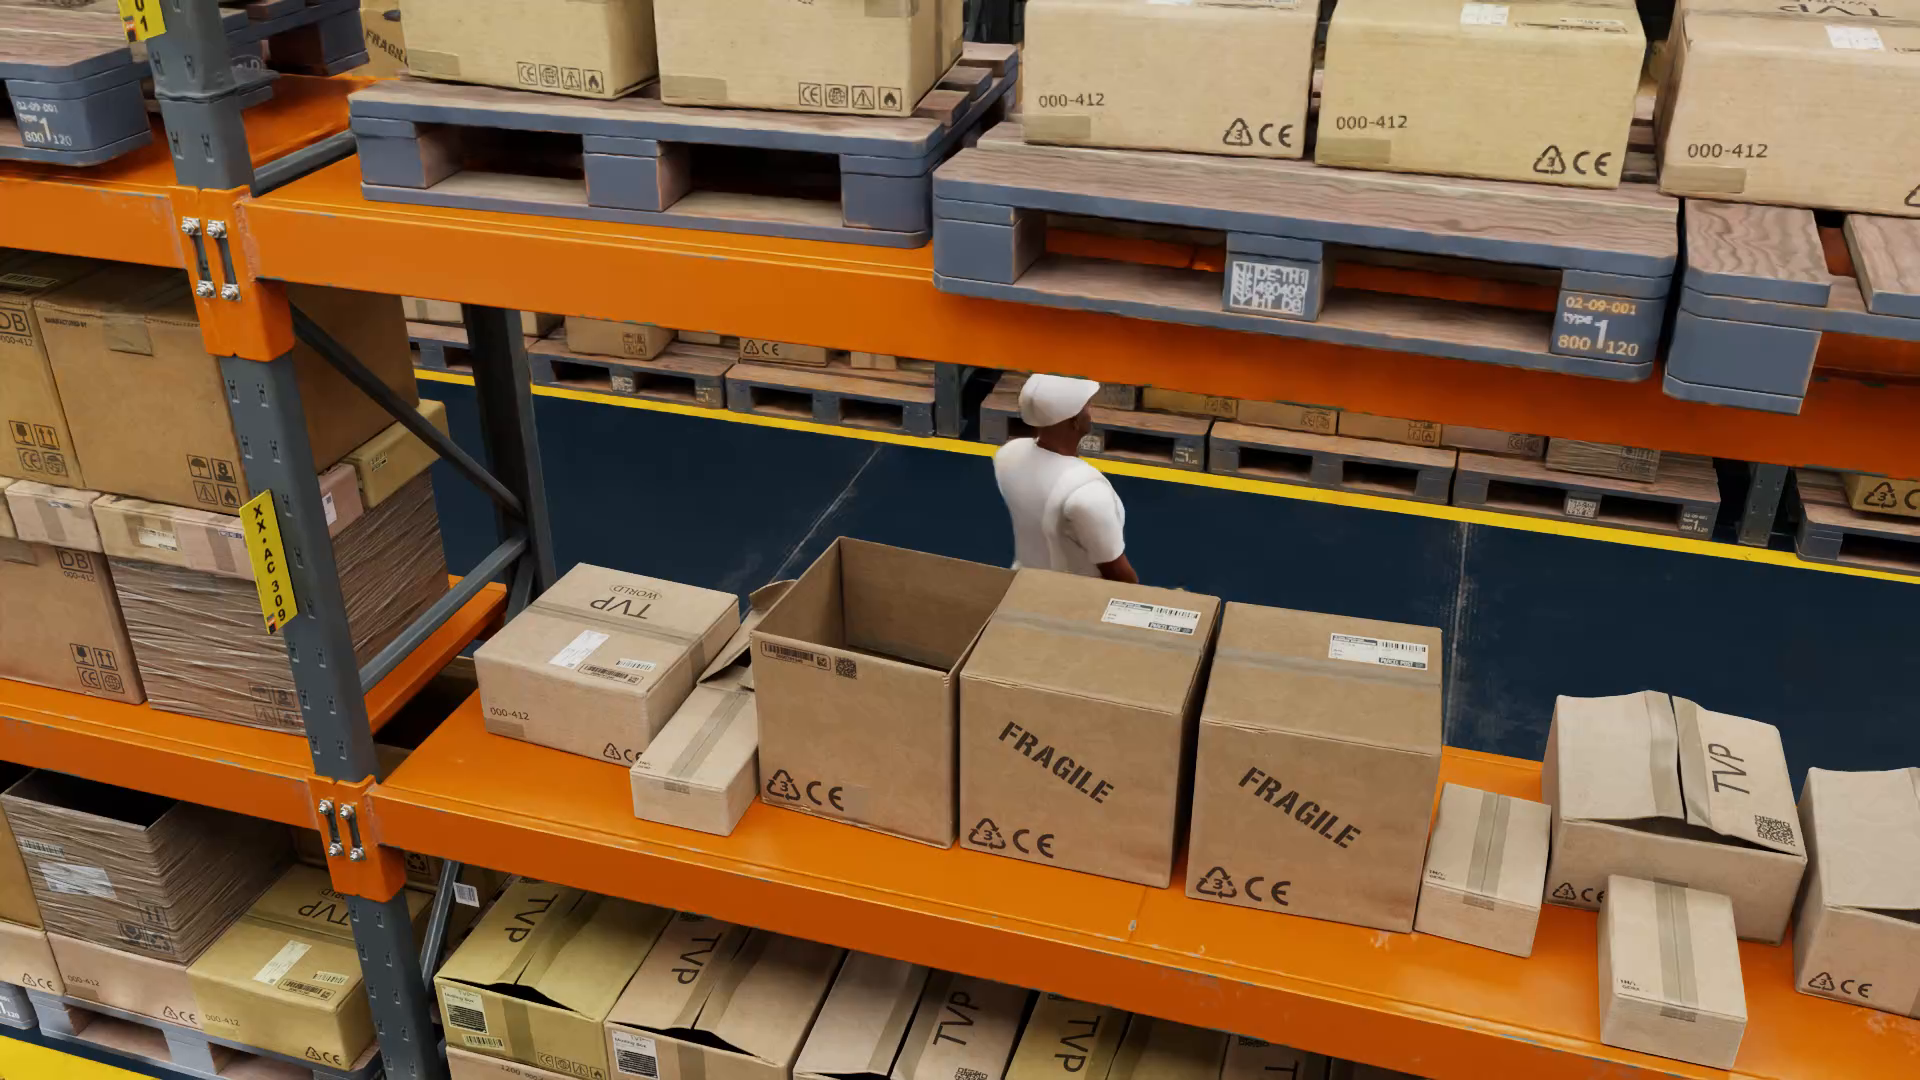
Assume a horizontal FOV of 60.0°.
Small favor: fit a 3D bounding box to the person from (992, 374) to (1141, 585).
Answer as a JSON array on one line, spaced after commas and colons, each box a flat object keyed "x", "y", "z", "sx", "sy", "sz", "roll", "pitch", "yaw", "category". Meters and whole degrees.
[{"x": 0.422, "y": 0.217, "z": 5.680, "sx": 0.487, "sy": 1.776, "sz": 0.606, "roll": -22, "pitch": 36, "yaw": -34, "category": "person"}]
